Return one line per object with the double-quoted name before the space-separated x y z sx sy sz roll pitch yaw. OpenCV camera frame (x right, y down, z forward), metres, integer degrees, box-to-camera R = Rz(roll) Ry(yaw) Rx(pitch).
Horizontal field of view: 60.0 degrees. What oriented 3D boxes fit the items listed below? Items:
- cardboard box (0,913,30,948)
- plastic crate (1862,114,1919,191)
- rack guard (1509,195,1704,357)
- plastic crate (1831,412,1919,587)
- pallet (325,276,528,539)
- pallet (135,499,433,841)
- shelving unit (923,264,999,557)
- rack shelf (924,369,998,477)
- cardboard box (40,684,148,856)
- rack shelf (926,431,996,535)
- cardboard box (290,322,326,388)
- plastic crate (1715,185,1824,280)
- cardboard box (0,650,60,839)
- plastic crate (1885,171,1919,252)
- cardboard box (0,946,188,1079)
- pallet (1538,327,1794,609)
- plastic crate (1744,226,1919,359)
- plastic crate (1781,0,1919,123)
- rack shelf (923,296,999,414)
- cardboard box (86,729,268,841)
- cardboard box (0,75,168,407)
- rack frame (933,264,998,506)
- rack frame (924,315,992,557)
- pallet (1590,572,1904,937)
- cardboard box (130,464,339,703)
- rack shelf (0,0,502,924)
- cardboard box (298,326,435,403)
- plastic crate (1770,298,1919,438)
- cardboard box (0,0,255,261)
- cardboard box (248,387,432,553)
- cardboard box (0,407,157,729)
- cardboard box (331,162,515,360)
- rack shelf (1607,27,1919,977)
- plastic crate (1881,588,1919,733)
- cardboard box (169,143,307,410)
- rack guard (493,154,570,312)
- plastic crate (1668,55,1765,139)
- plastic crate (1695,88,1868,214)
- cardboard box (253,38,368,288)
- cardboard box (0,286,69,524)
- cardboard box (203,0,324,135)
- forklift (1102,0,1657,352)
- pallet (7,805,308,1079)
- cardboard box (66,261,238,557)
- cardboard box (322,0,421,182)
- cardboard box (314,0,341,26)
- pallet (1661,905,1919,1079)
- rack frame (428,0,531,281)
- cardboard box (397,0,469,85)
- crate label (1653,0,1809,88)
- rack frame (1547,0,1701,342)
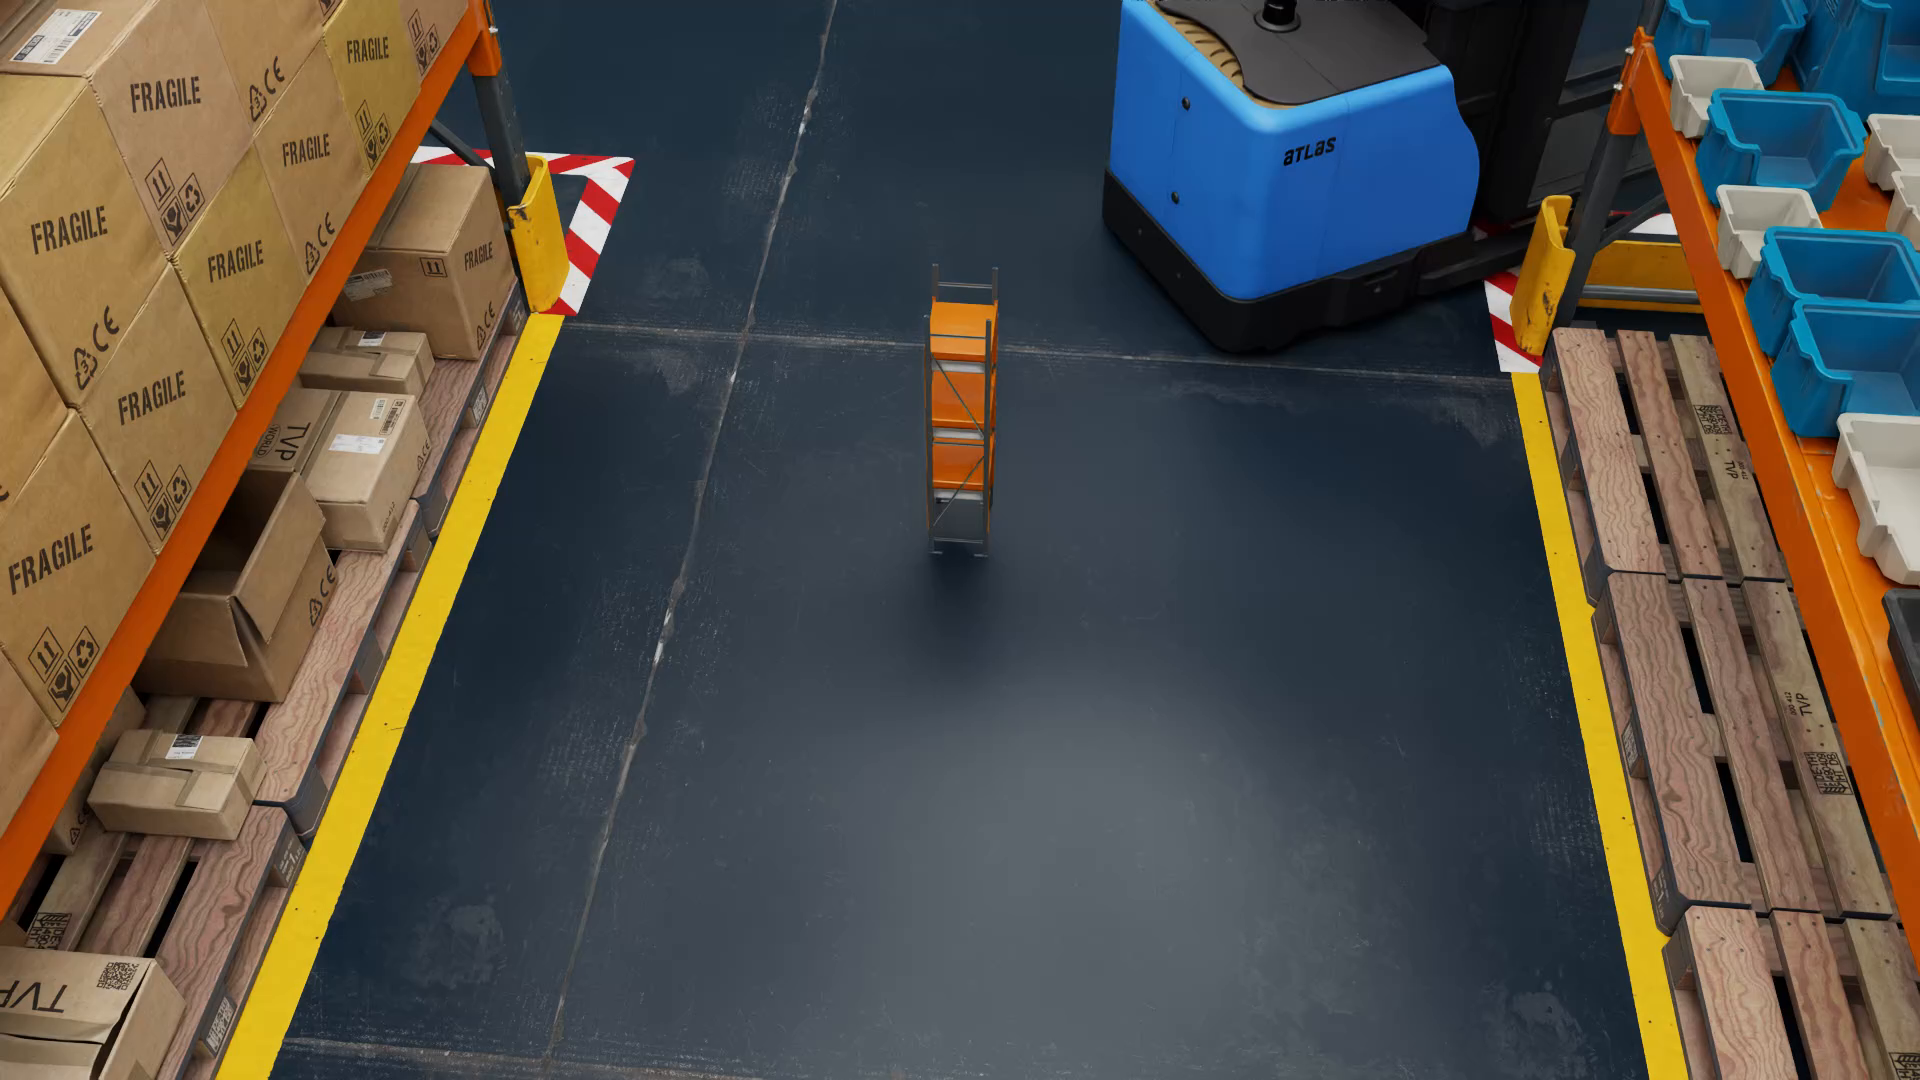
"cardboard box" -2.767 1.067 4.137 0.500 0.500 0.500 4 48 4
"plastic crate" 2.867 -1.113 4.874 0.396 0.136 0.243 4 48 4
"rack guard" 2.750 -0.968 6.297 1.175 0.500 0.348 4 48 4
"plastic crate" 2.256 -0.085 3.933 0.293 0.136 0.466 4 48 4
"pallet" -2.250 -0.546 6.107 1.003 0.211 1.213 4 48 4
"pallet" -2.364 0.348 5.289 1.003 0.211 1.213 4 48 4
"shelving unit" 0.005 -0.394 5.399 0.215 1.050 0.252 4 48 4
"rack shelf" 0.005 -0.386 5.406 0.215 0.259 0.240 4 48 4
"cardboard box" -2.698 0.580 4.711 0.500 0.311 0.500 4 48 4
"rack shelf" 0.005 -0.199 5.611 0.215 0.259 0.240 4 48 4
"cardboard box" -2.549 -0.602 5.833 0.500 0.250 0.500 4 48 4
"plastic crate" 2.237 -0.837 4.621 0.250 0.136 0.298 4 48 4
"cardboard box" -2.218 0.420 3.265 0.500 0.500 0.500 5 48 5
"plastic crate" 2.826 -0.901 4.680 0.396 0.136 0.243 4 48 4
"cardboard box" -2.282 1.275 4.075 0.500 0.311 0.500 4 48 4
"pallet" 2.647 -0.249 5.835 1.003 0.211 1.213 4 48 4
"plastic crate" 2.291 -0.630 4.367 0.416 0.233 0.300 4 48 4
"plastic crate" 2.916 -1.567 5.086 0.616 0.435 0.499 4 48 4
"rack shelf" 0.005 -0.578 5.197 0.215 0.259 0.240 4 48 4
"cardboard box" -2.213 0.687 4.710 0.380 0.166 0.250 4 48 4
"cardboard box" -2.119 -0.645 3.562 0.500 0.500 0.500 3 48 2
"rack frame" 0.016 -0.483 5.481 0.200 1.050 0.008 4 48 4
"rack frame" -0.006 -0.304 5.317 0.200 1.050 0.008 4 48 4
"pallet" 2.533 0.645 5.017 1.003 0.211 1.213 4 48 4
"cardboard box" -2.370 0.123 4.998 0.797 0.503 0.637 4 48 4
"rack shelf" -2.354 -0.417 4.586 1.077 0.370 4.000 4 48 4
"cardboard box" -2.102 -0.614 5.901 0.380 0.166 0.250 4 48 4
"plastic crate" 2.263 -0.410 4.165 0.416 0.233 0.300 4 48 4
"cardboard box" -2.073 -1.025 3.909 0.500 0.500 0.500 5 48 5
"cardboard box" -2.092 -0.238 5.500 0.500 0.250 0.500 4 48 4
"cardboard box" -2.175 0.043 3.610 0.500 0.500 0.500 5 48 4
"cardboard box" -1.976 -1.018 6.044 0.500 0.500 0.500 4 48 4
"rack shelf" 2.579 -0.081 4.279 1.077 0.370 4.000 4 48 4
"plastic crate" 2.231 0.378 3.517 0.437 0.125 0.590 4 48 4
"cardboard box" -2.082 -0.698 4.288 0.500 0.500 0.500 3 48 3
"rack guard" -2.178 -1.230 6.536 1.175 0.500 0.348 4 48 4
"plastic crate" 2.299 -1.335 5.077 0.250 0.136 0.298 4 48 4
"plastic crate" 2.351 -1.114 4.809 0.416 0.233 0.300 4 48 4
"cardboard box" -2.036 -1.068 4.626 0.500 0.500 0.500 4 48 4
"cardboard box" -2.166 -0.268 3.217 0.500 0.500 0.500 3 48 2
"cardboard box" -2.026 -1.402 4.255 0.500 0.500 0.500 5 48 5
"forklift" 2.144 -2.458 6.012 3.031 2.935 1.130 -19 50 -17
"pallet" -2.472 1.246 4.467 1.003 0.211 1.213 4 48 4
"cardboard box" -2.127 -0.324 3.946 0.500 0.500 0.500 4 48 3
"cardboard box" -1.985 -1.434 4.961 0.500 0.500 0.500 4 48 4
"cardboard box" -1.983 -1.784 4.603 0.500 0.500 0.500 5 48 5
"pallet" 2.425 1.544 4.195 1.003 0.211 1.213 4 48 4
"rack frame" -2.172 -2.129 5.665 1.000 3.000 0.127 4 48 4
"cardboard box" -1.941 -1.816 5.310 0.500 0.500 0.500 5 48 5
"crate label" 2.411 -1.598 5.252 0.416 0.233 0.303 4 48 4
"rack frame" 2.761 -1.794 5.358 1.000 3.000 0.127 4 48 4
